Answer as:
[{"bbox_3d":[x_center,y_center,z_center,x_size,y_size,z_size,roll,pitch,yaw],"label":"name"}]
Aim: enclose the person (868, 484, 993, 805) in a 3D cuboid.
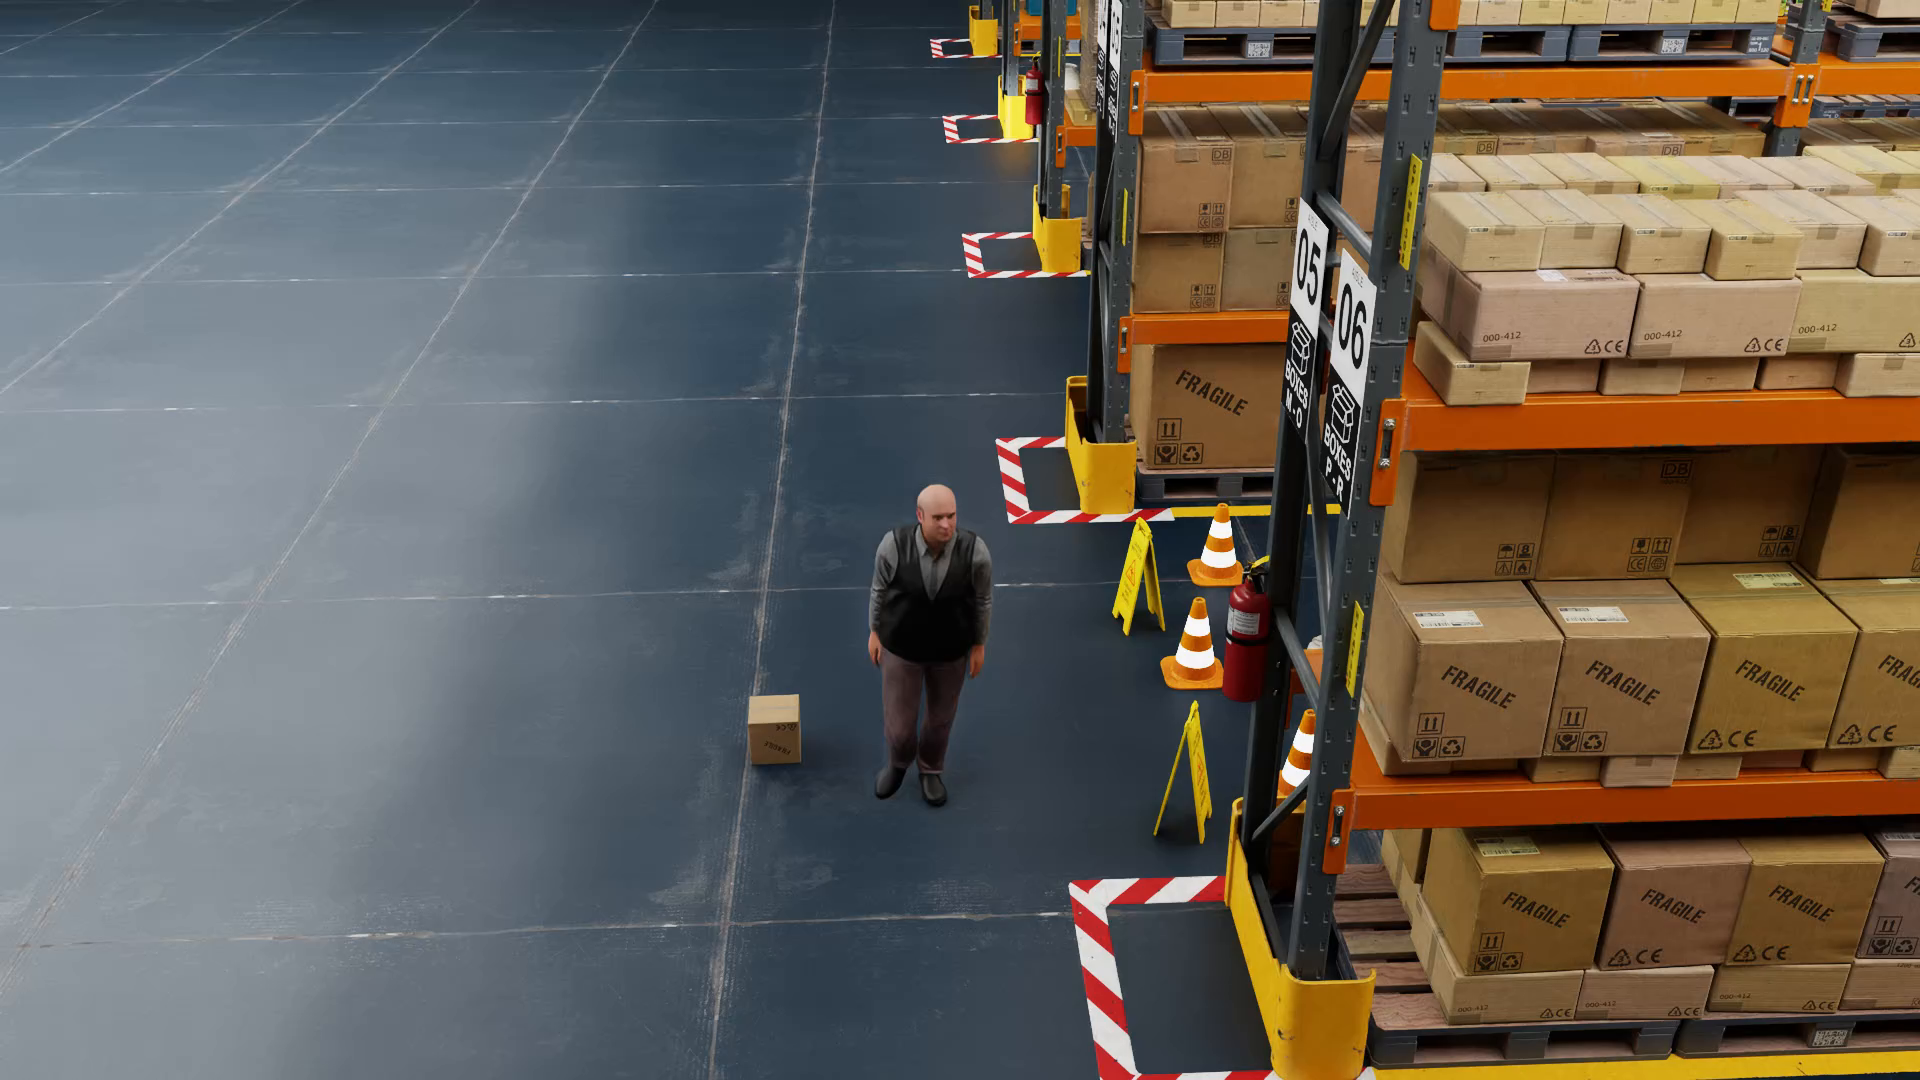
[{"bbox_3d":[-0.133,0.495,7.655,0.567,1.708,0.490,-4,28,-7],"label":"person"}]
